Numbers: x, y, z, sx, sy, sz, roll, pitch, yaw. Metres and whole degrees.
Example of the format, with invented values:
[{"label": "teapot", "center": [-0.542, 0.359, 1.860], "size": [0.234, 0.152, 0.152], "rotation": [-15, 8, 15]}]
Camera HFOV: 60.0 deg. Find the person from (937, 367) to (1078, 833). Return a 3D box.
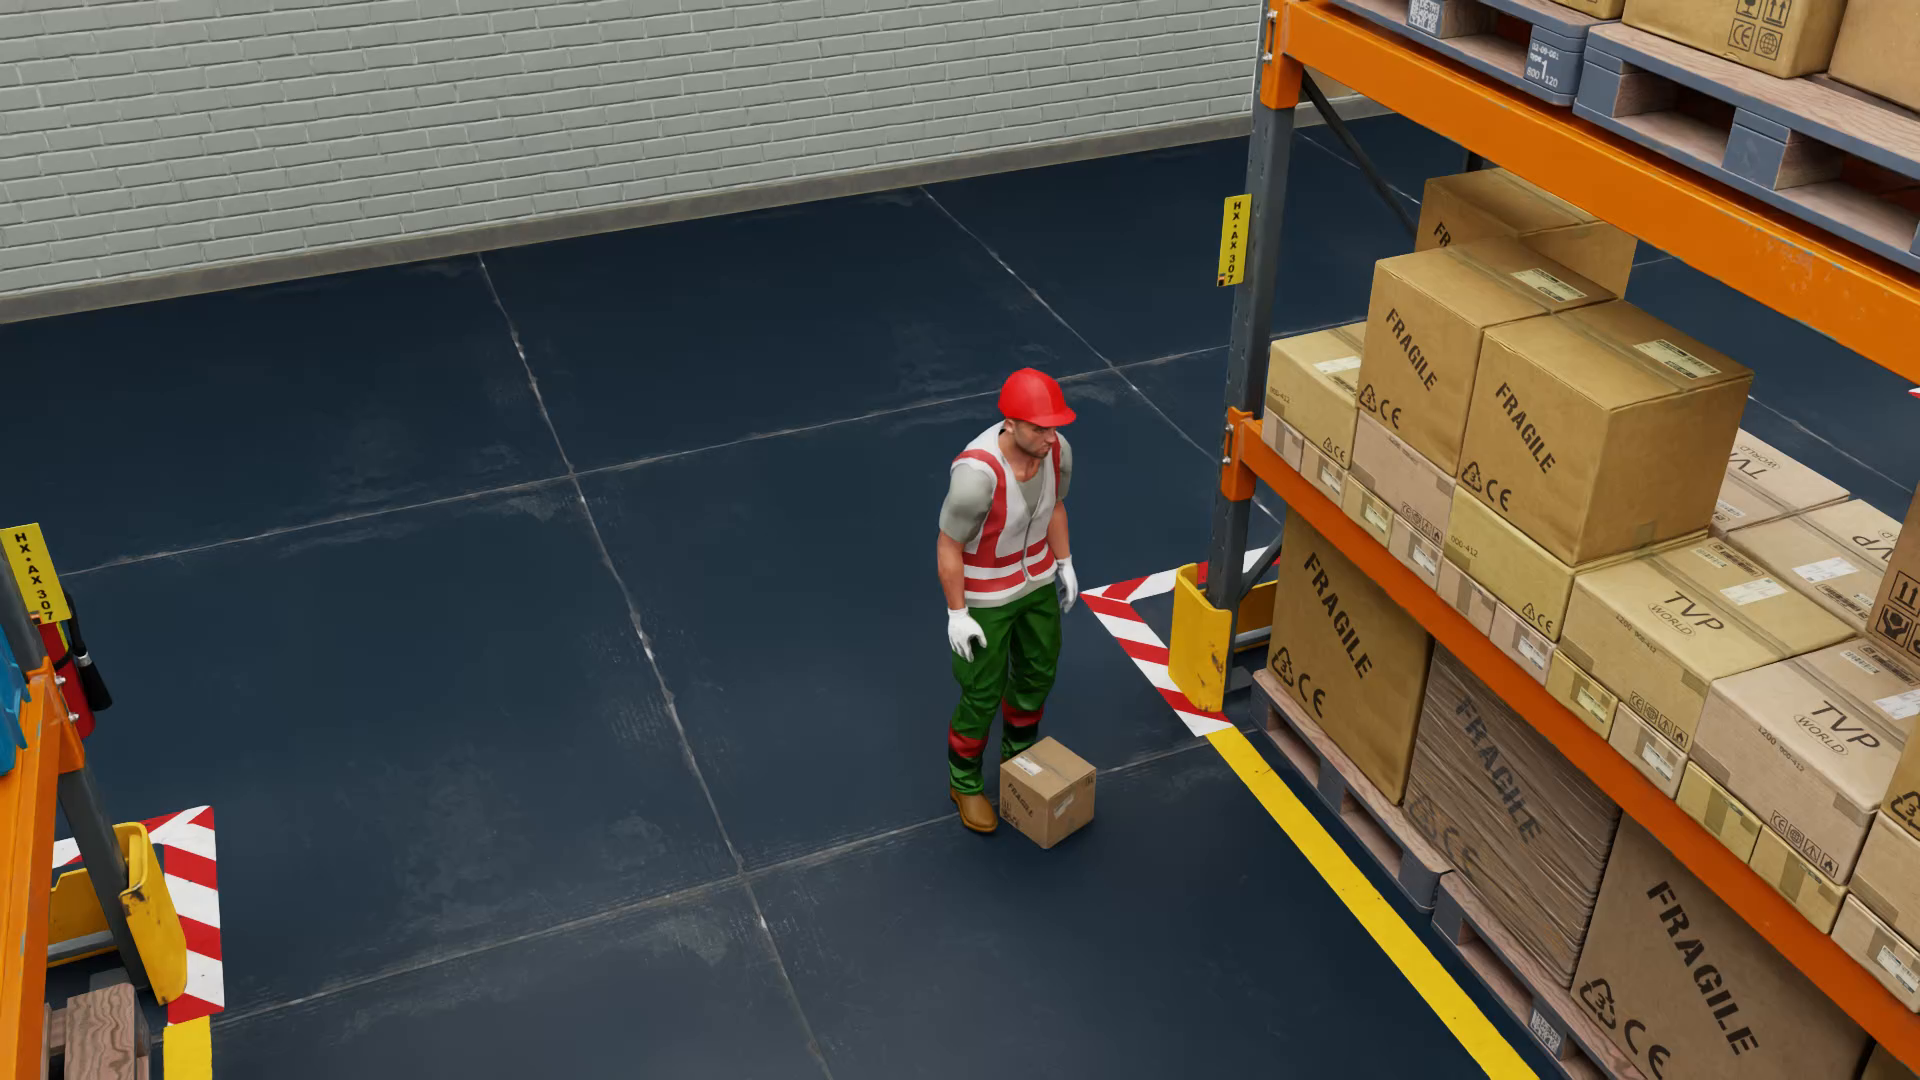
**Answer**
[{"label": "person", "center": [0.179, 0.191, 5.835], "size": [0.592, 1.778, 0.447], "rotation": [-25, 40, -32]}]
